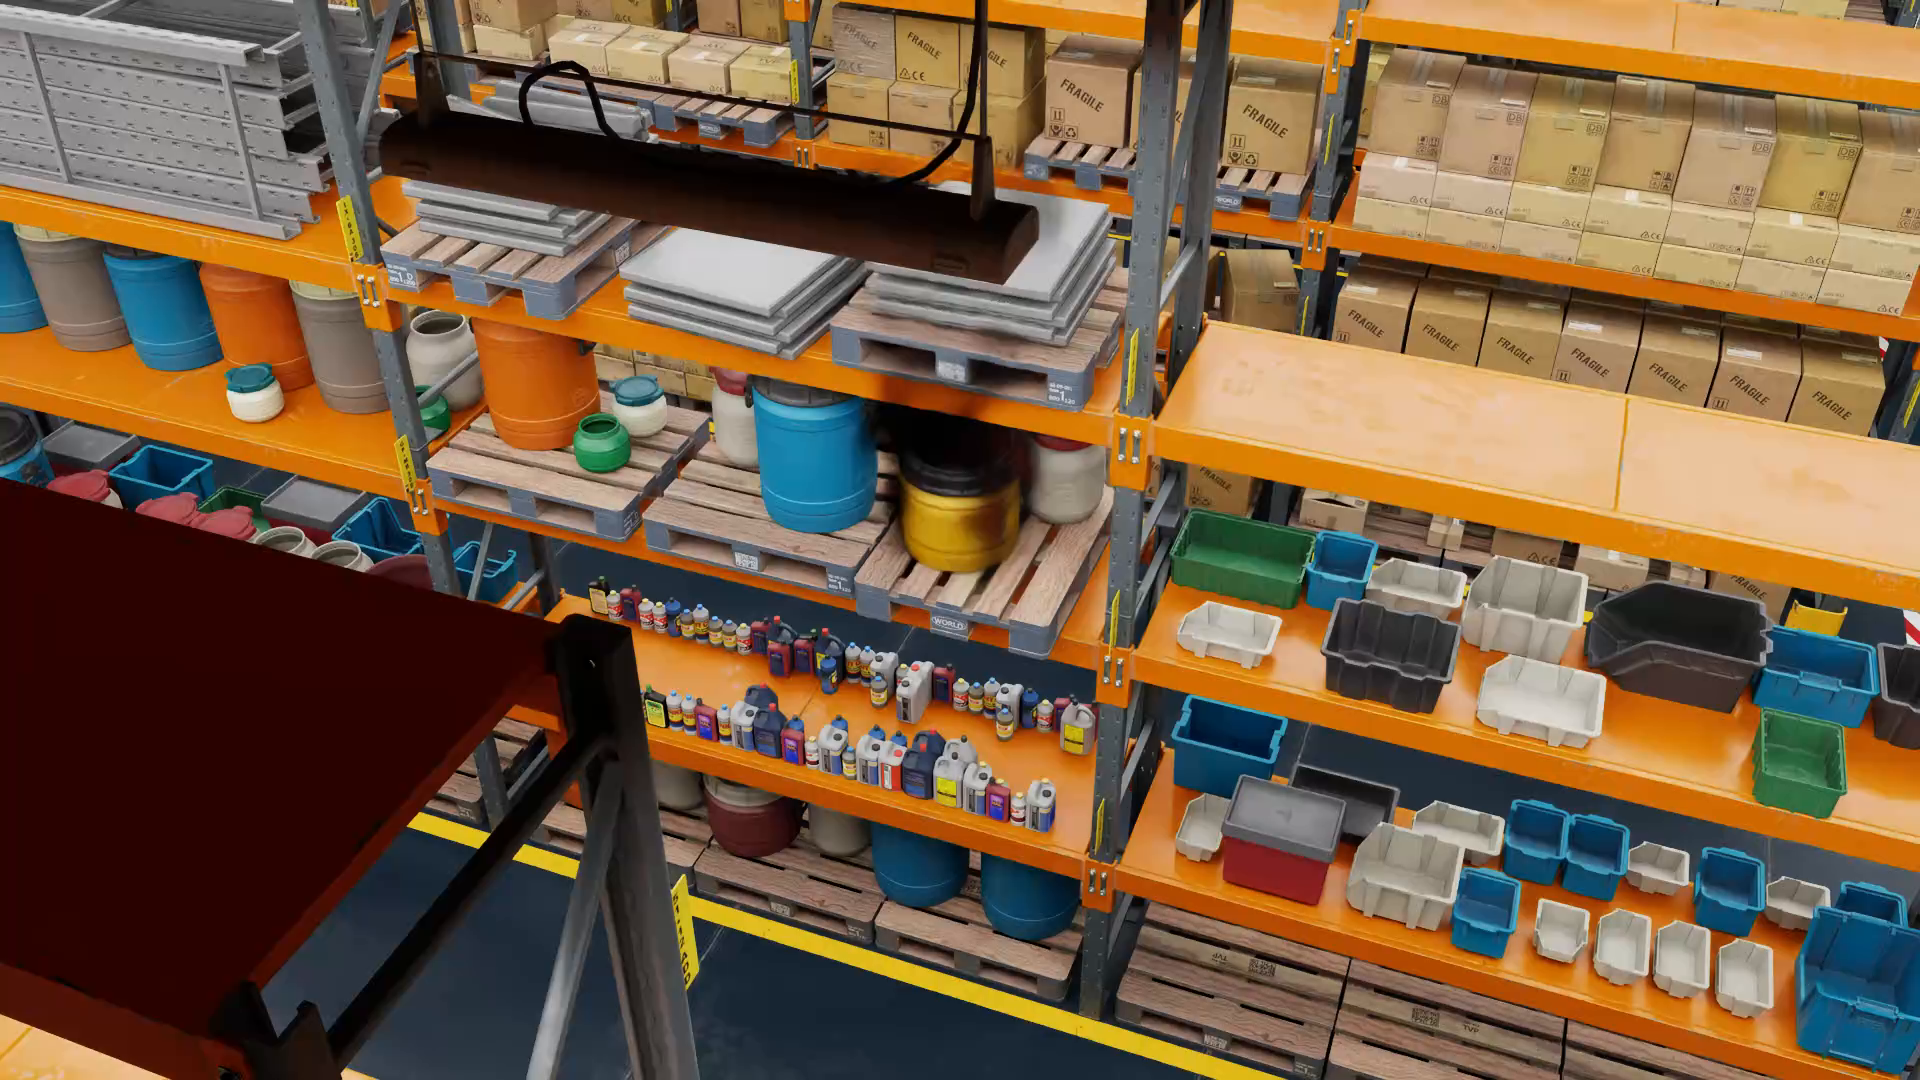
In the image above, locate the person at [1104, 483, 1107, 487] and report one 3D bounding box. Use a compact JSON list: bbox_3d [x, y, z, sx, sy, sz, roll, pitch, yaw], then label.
[{"bbox_3d":[0.784,0.110,11.781,0.587,1.742,0.653,6,37,8],"label":"person"}]
